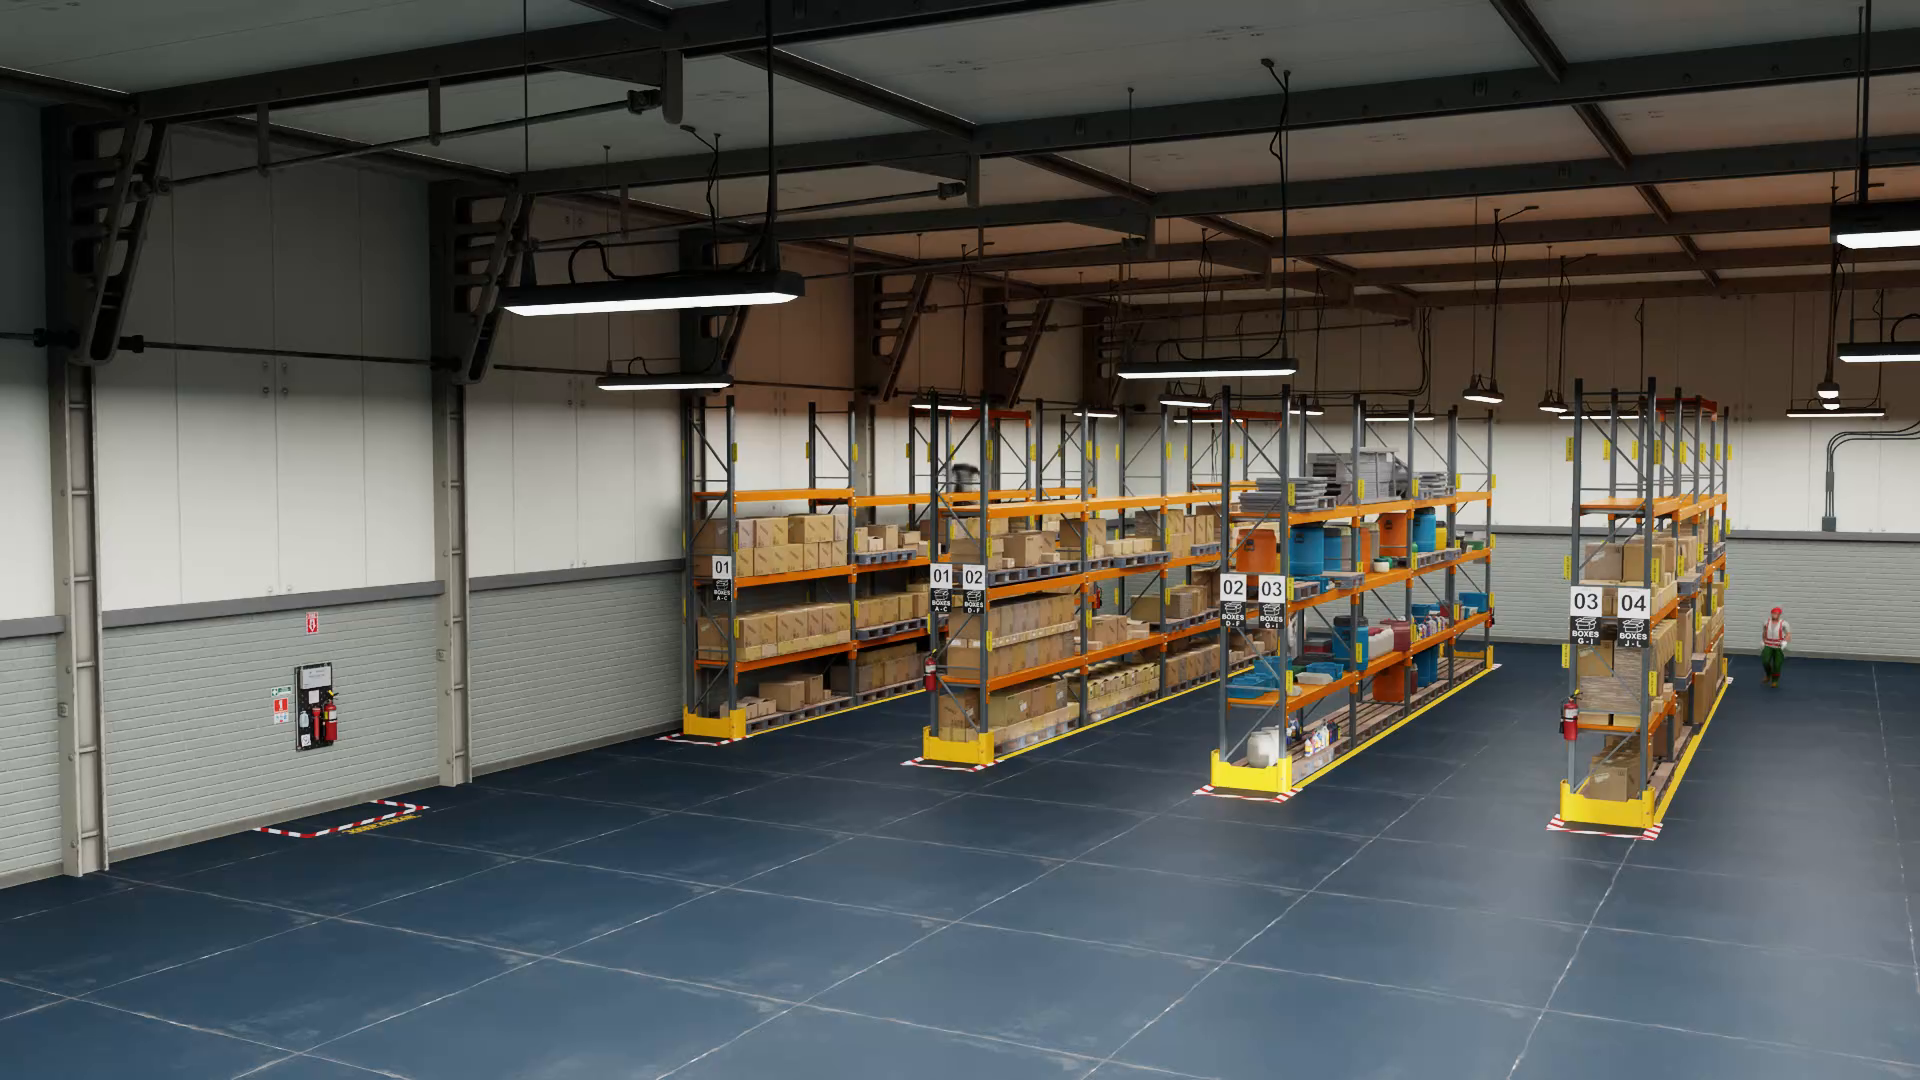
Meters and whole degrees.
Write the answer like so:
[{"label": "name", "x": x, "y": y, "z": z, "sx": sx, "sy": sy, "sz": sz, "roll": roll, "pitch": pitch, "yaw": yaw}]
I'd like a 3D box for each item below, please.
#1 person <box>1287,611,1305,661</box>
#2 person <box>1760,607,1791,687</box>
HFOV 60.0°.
[{"label": "person", "x": 7.214, "y": 2.266, "z": 36.048, "sx": 0.620, "sy": 1.684, "sz": 0.718, "roll": -3, "pitch": 4, "yaw": -45}, {"label": "person", "x": 17.251, "y": 2.272, "z": 35.249, "sx": 0.680, "sy": 1.740, "sz": 0.780, "roll": 2, "pitch": 4, "yaw": 38}]
